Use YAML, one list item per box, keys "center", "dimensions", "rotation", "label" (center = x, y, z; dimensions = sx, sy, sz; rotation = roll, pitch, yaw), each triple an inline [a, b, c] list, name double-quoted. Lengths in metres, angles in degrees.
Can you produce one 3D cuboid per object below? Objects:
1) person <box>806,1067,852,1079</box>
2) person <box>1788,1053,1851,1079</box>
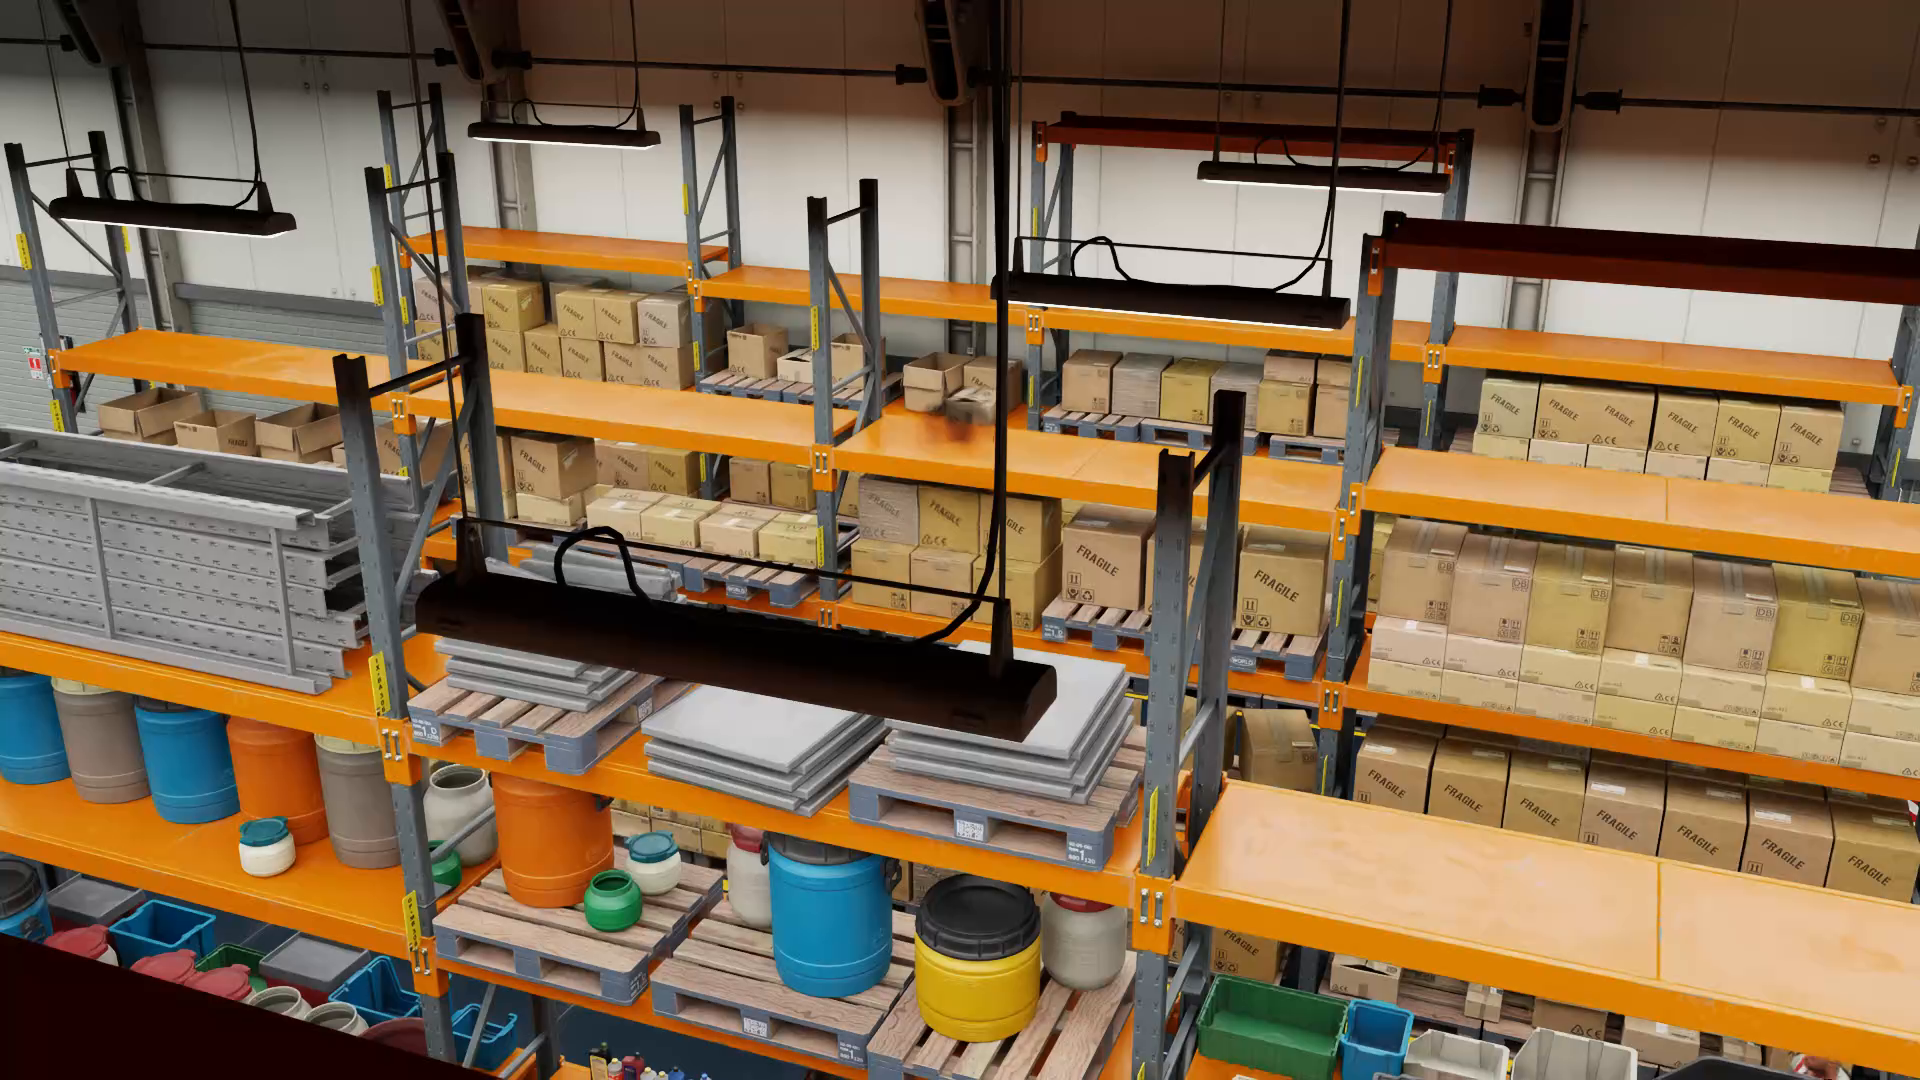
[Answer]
- center: [-0.833, 3.382, 11.116]
  dimensions: [0.514, 1.676, 0.745]
  rotation: [-14, 25, -32]
  label: "person"
- center: [5.123, 3.717, 10.094]
  dimensions: [0.447, 1.797, 0.563]
  rotation: [-7, 22, -18]
  label: "person"
